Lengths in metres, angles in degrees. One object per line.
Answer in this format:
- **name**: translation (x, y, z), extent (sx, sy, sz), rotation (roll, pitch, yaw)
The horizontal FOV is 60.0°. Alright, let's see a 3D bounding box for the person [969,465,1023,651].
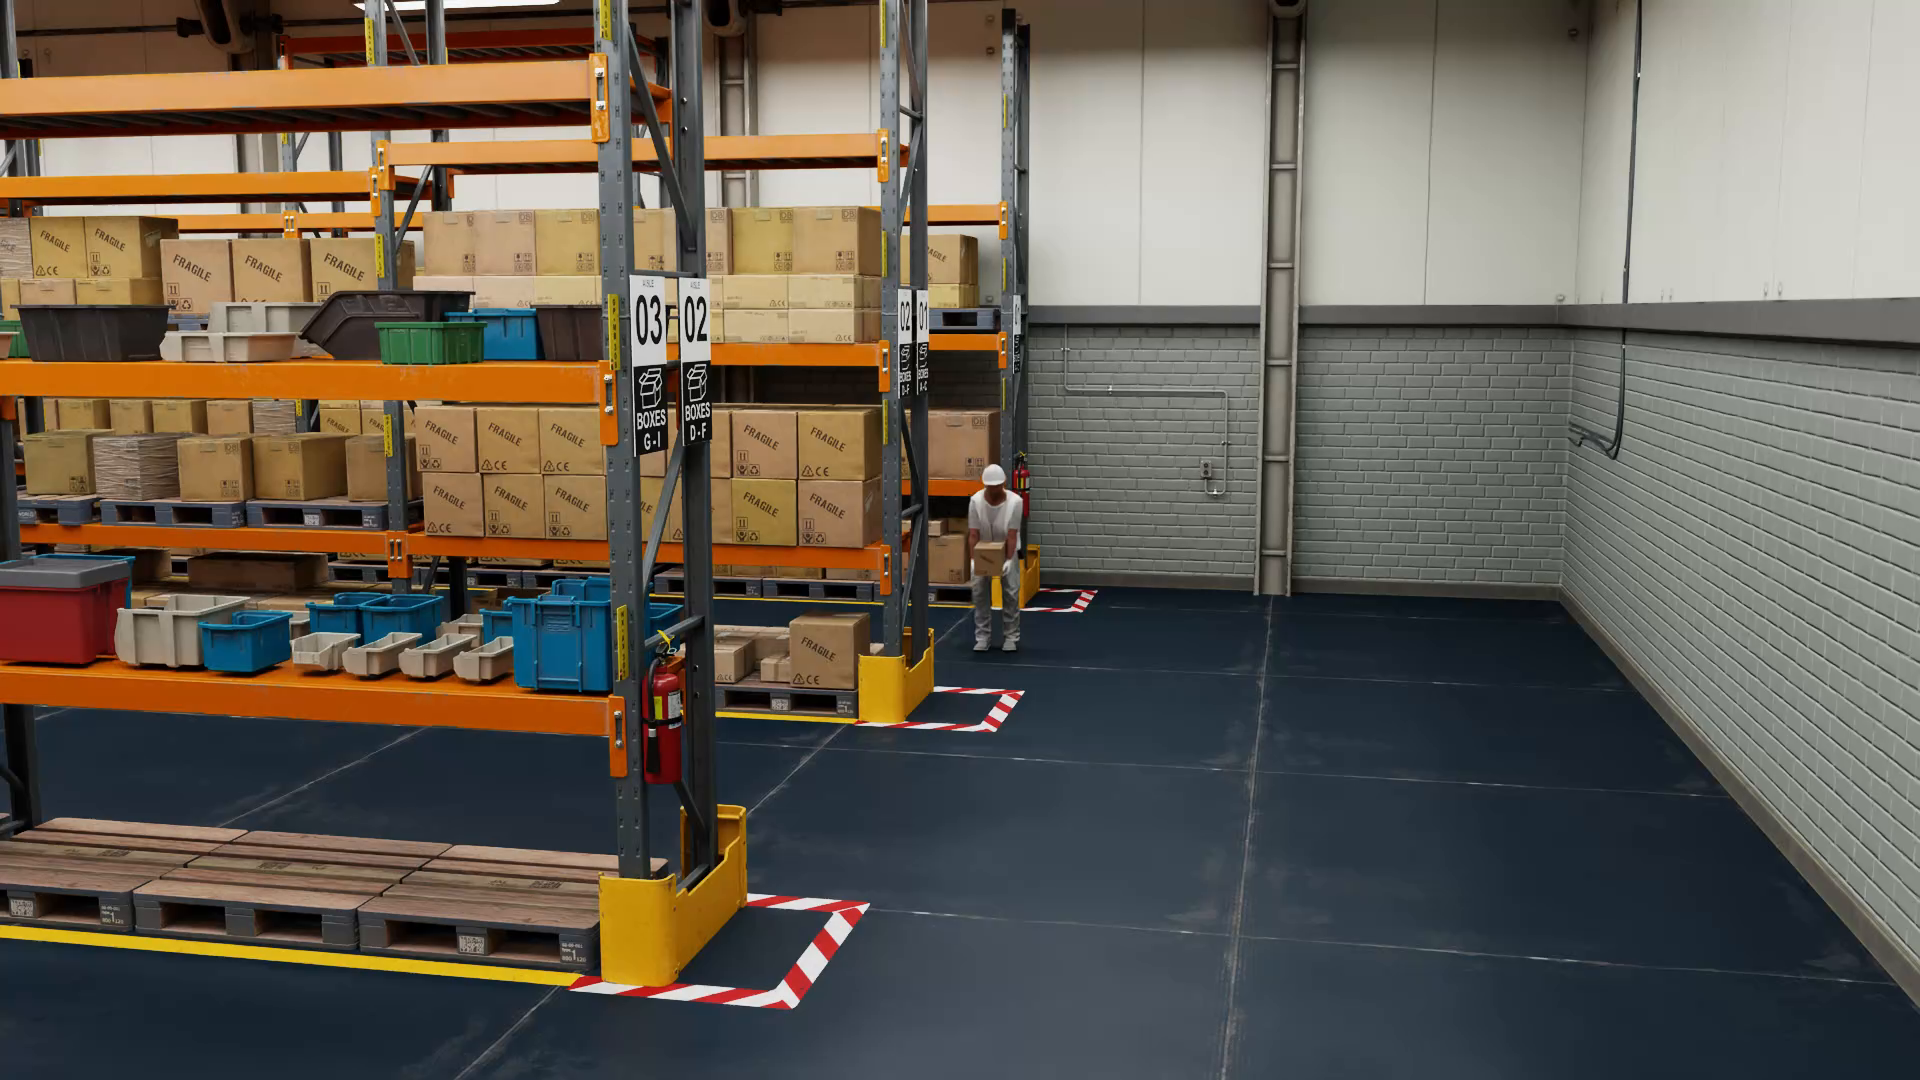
- **person**: translation (0.324, 0.158, 14.893), extent (0.482, 1.700, 0.645), rotation (1, 8, 10)
